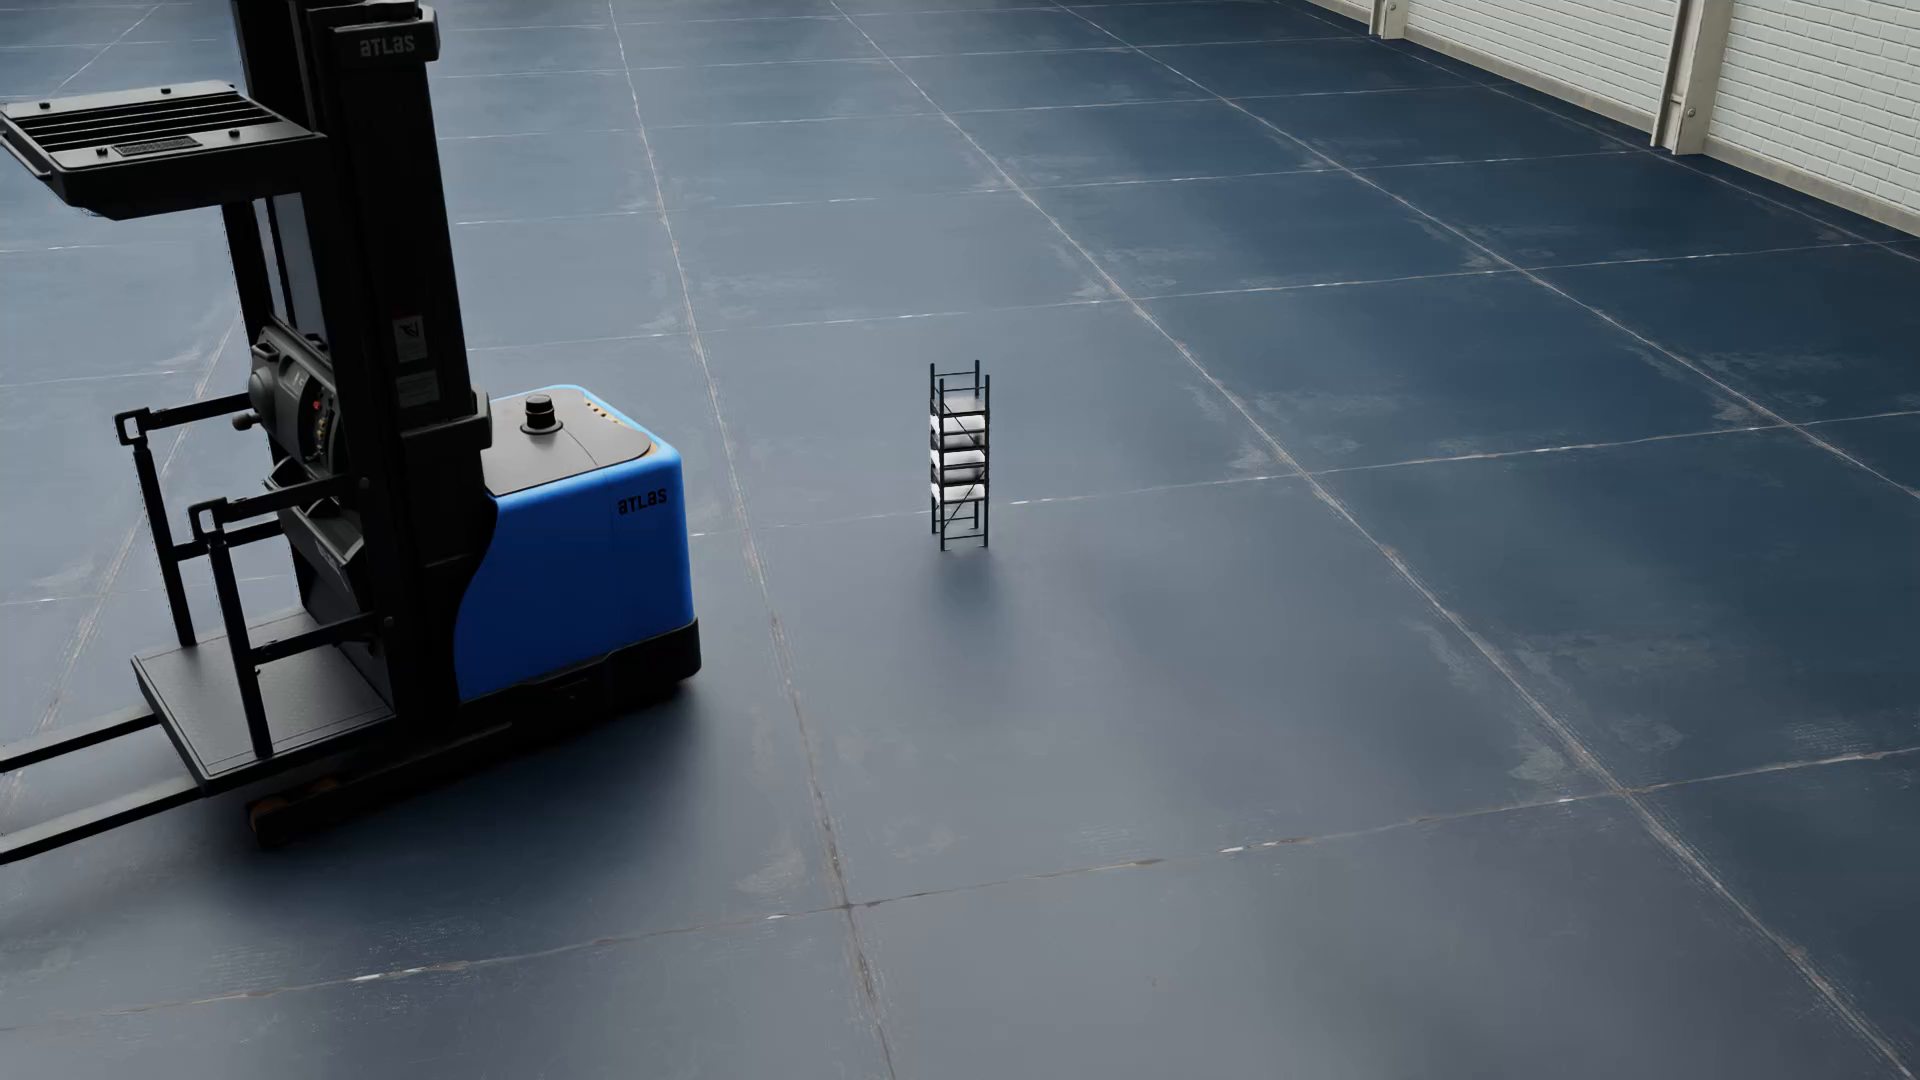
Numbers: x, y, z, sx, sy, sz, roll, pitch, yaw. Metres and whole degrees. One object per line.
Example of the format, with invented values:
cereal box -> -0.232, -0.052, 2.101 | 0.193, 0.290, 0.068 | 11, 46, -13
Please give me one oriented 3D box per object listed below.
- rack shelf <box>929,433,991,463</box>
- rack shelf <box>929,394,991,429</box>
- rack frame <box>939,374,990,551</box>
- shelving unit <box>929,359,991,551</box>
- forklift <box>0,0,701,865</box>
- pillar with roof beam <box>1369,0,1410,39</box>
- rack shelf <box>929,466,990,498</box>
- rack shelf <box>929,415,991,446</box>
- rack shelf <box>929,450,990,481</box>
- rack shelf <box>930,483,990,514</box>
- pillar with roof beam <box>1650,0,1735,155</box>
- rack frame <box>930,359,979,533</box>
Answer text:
rack shelf -> -0.002, -0.456, 8.029 | 0.258, 0.077, 0.200 | -6, 27, -12
rack shelf -> -0.002, -0.617, 7.948 | 0.258, 0.077, 0.200 | -6, 27, -12
rack frame -> 0.021, -0.361, 7.966 | 0.240, 0.900, 0.006 | -6, 27, -12
shelving unit -> -0.002, -0.405, 8.054 | 0.258, 0.900, 0.210 | -6, 27, -12
forklift -> -2.573, -0.473, 5.934 | 3.031, 2.935, 1.130 | -19, 32, -33
pillar with roof beam -> 1.114, -9.847, 17.772 | 9.100, 9.000, 0.400 | -6, 27, -12
rack shelf -> -0.002, -0.295, 8.110 | 0.258, 0.077, 0.200 | -6, 27, -12
rack shelf -> -0.002, -0.536, 7.988 | 0.258, 0.077, 0.200 | -6, 27, -12
rack shelf -> -0.002, -0.376, 8.069 | 0.258, 0.077, 0.200 | -6, 27, -12
rack shelf -> -0.002, -0.215, 8.150 | 0.258, 0.077, 0.200 | -6, 27, -12
pillar with roof beam -> 2.466, -7.213, 12.553 | 9.100, 9.000, 0.400 | -6, 27, -12
rack frame -> -0.025, -0.450, 8.143 | 0.240, 0.900, 0.006 | -6, 27, -12
